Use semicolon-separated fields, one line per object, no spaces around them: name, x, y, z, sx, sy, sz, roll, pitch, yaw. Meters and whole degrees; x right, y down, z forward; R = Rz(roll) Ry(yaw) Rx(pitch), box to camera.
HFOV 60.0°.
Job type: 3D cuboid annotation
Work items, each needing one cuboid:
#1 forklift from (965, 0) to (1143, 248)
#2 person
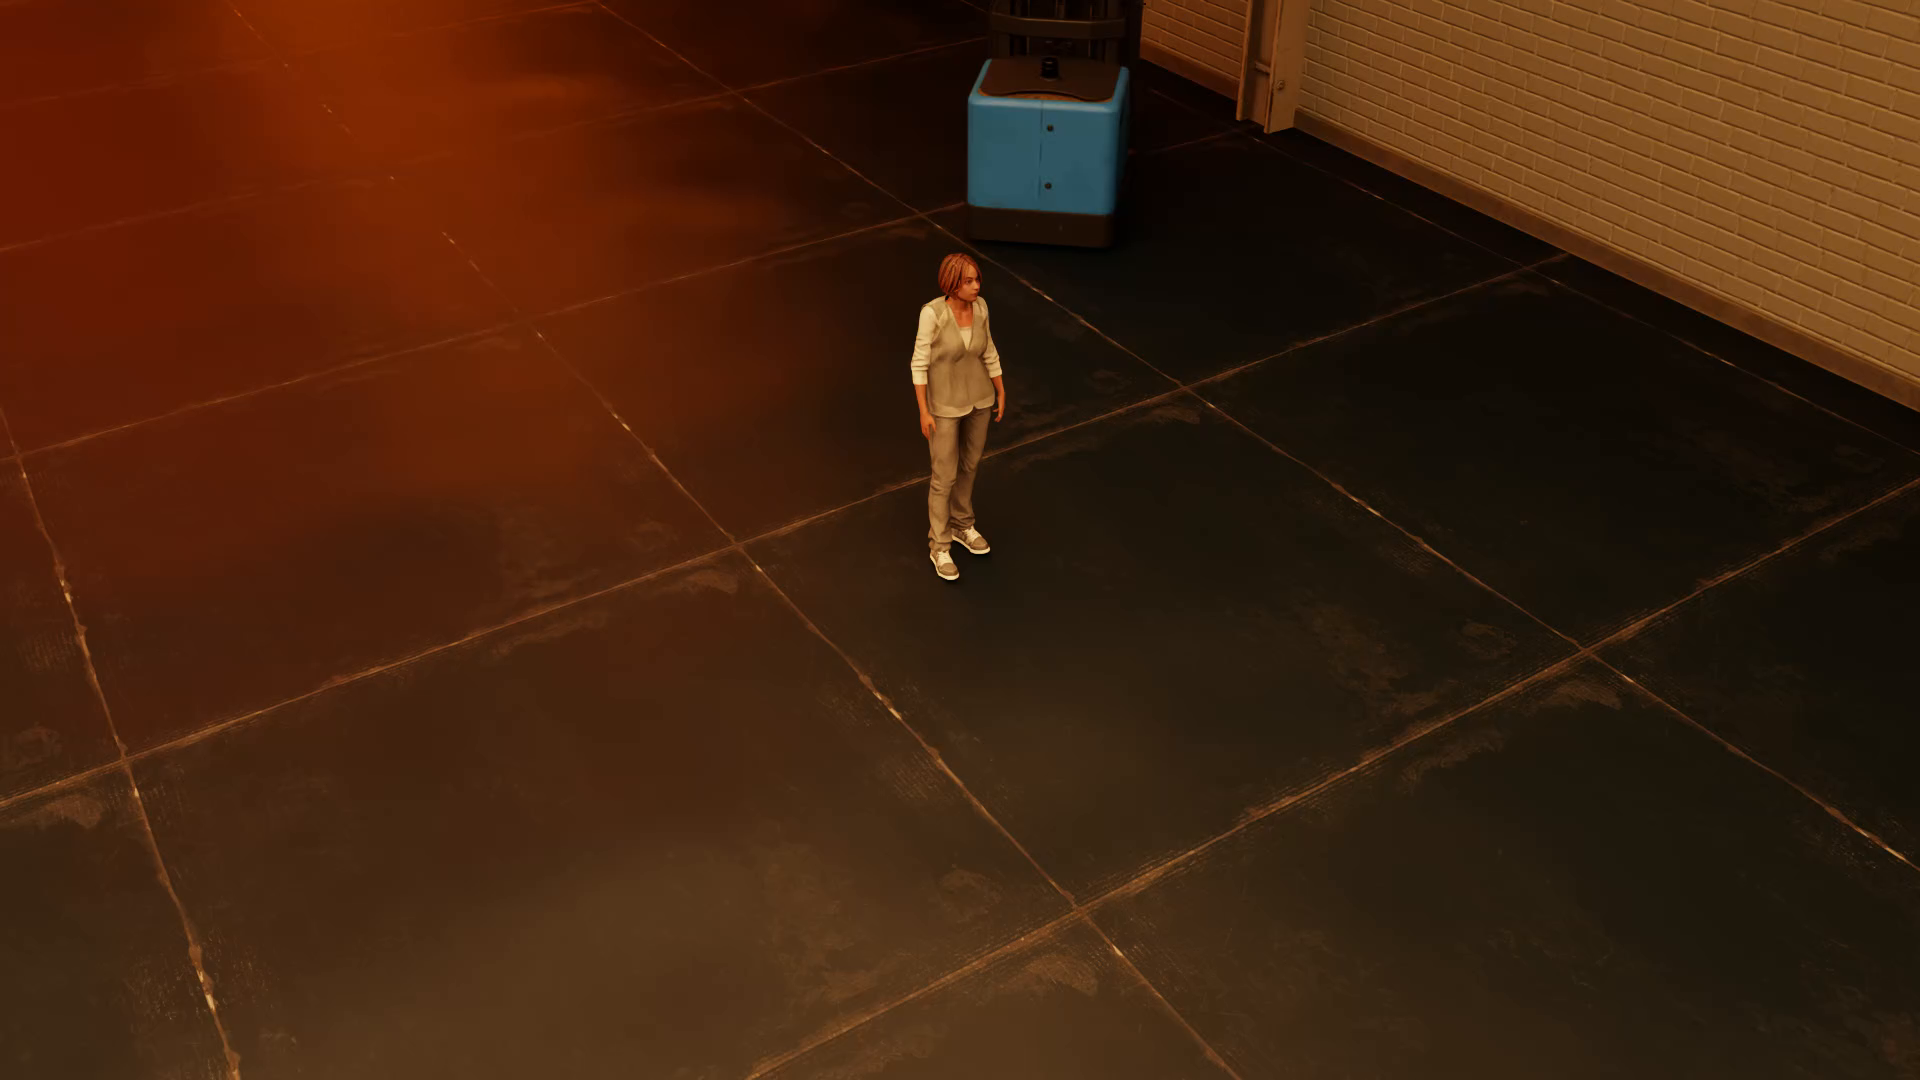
forklift;0.790;-4.043;11.902;1.130;2.935;3.031;6;35;8
person;0.028;-0.620;8.177;0.520;1.597;0.475;-21;40;-27
